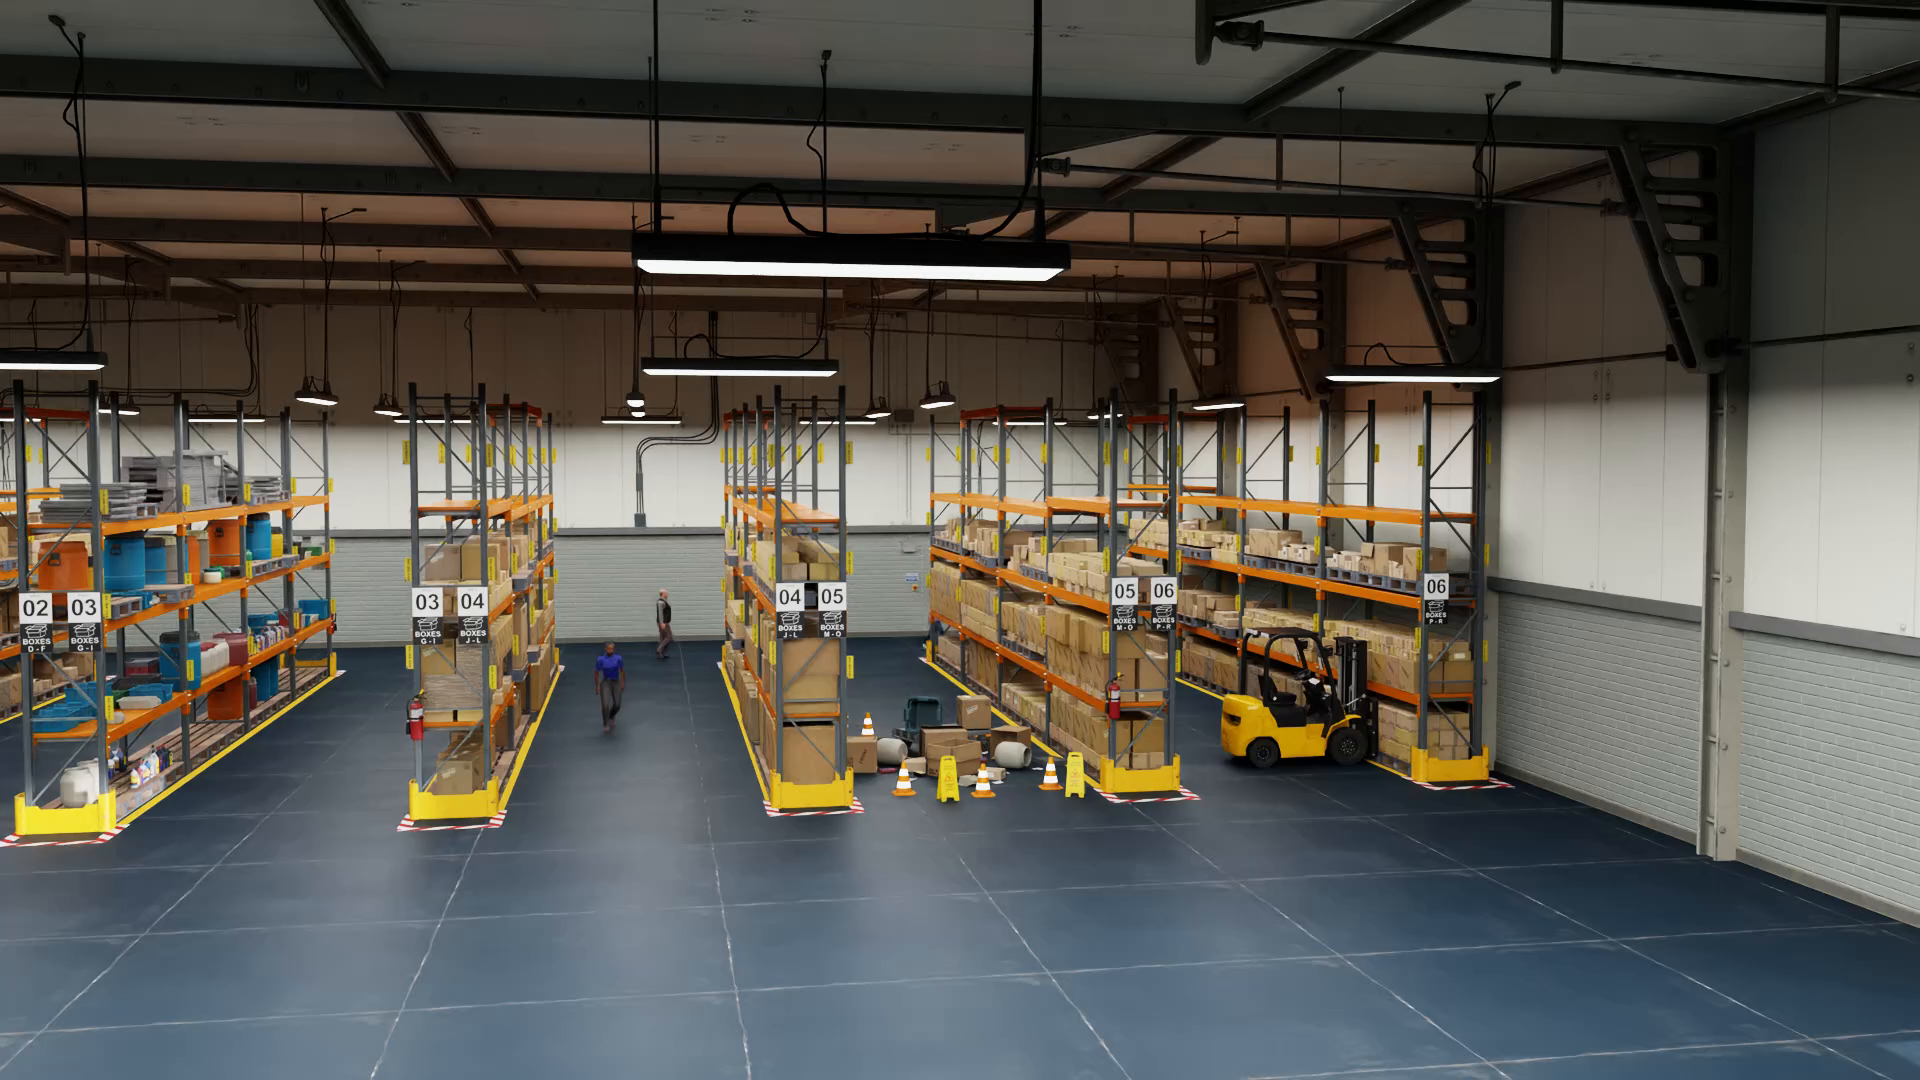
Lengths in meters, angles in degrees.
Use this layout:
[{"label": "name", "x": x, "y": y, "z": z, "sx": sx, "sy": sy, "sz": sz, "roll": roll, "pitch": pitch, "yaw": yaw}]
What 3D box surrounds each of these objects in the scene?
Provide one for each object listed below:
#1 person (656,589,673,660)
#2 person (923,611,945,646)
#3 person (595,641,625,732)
[{"label": "person", "x": -7.262, "y": 2.061, "z": 40.870, "sx": 0.428, "sy": 1.728, "sz": 0.570, "roll": 0, "pitch": 3, "yaw": -9}, {"label": "person", "x": -0.576, "y": 2.056, "z": 42.546, "sx": 0.963, "sy": 1.540, "sz": 0.423, "roll": 2, "pitch": 3, "yaw": 34}, {"label": "person", "x": -6.399, "y": 2.657, "z": 30.371, "sx": 0.540, "sy": 1.641, "sz": 0.534, "roll": -1, "pitch": 3, "yaw": -16}]
